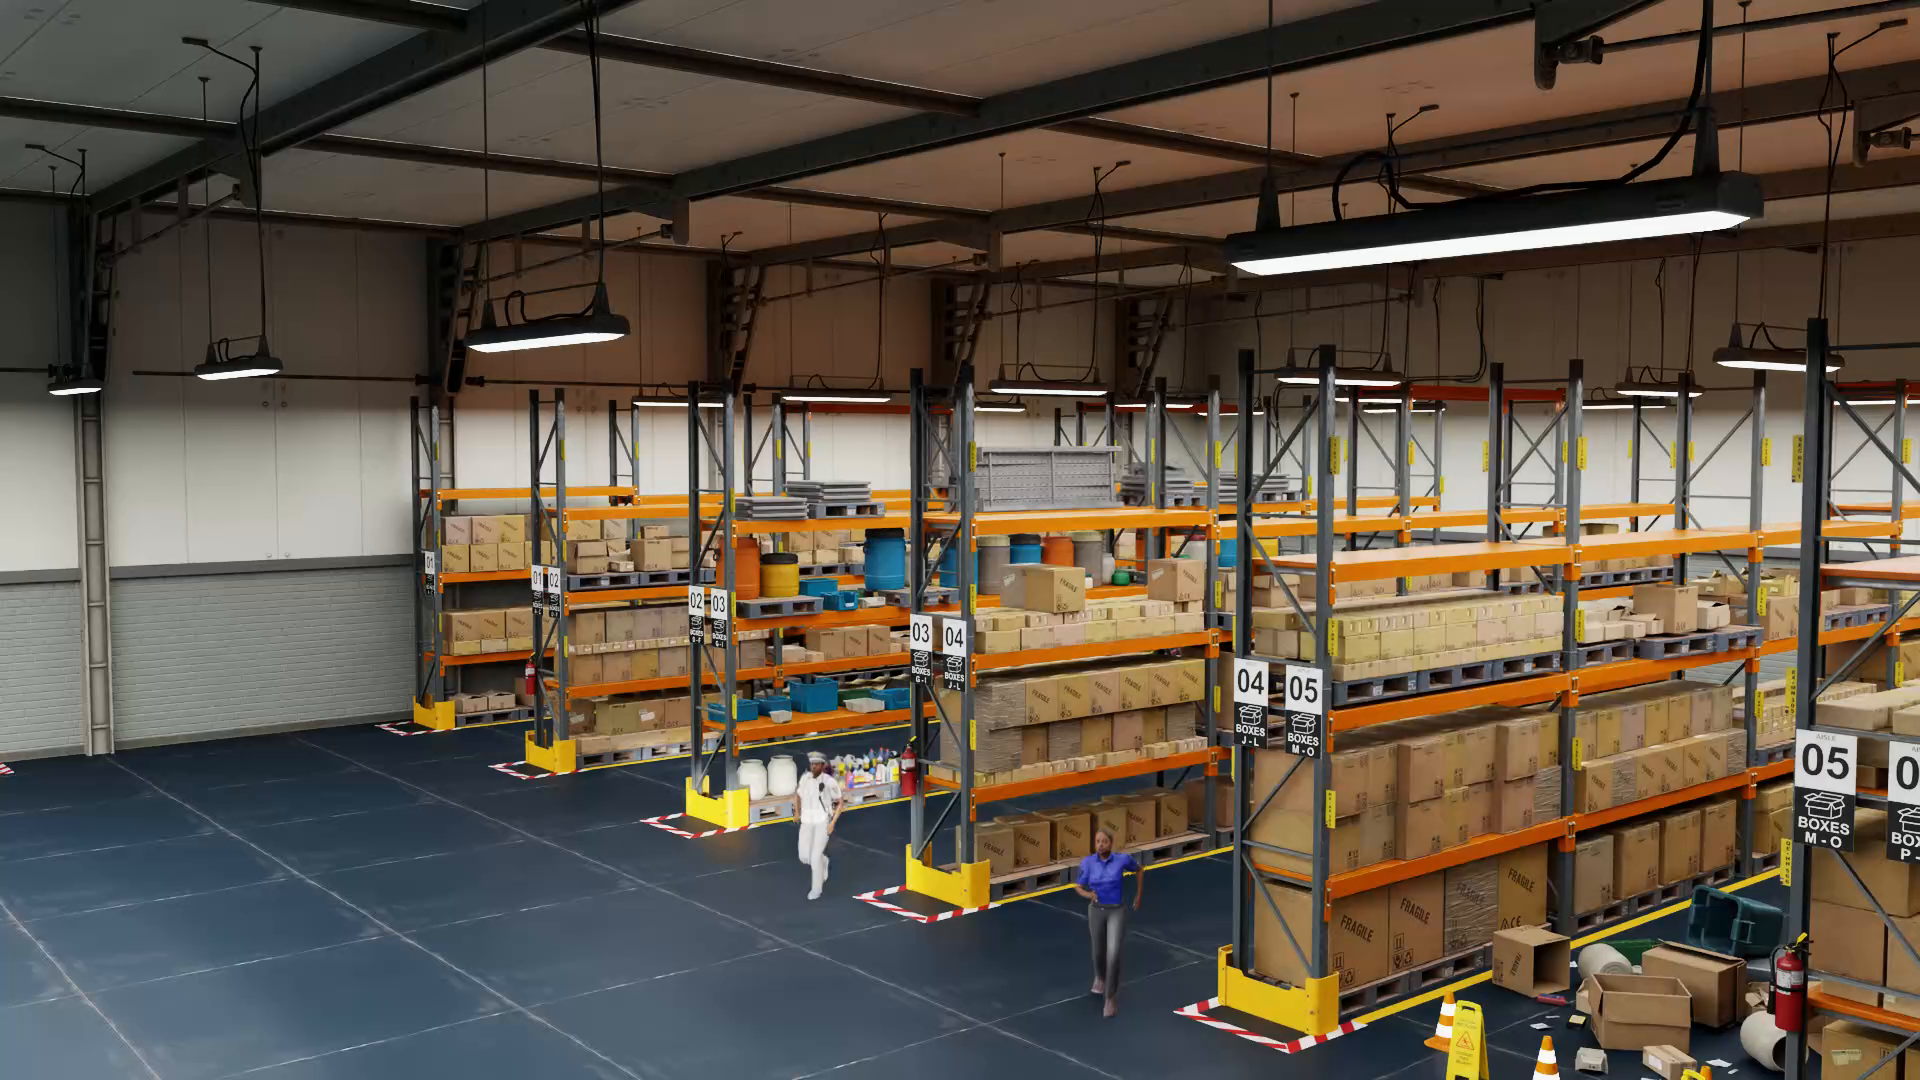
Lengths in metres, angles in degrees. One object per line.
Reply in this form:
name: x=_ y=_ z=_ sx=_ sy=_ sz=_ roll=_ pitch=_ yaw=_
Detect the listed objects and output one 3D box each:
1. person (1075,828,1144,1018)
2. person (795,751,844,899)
person: x=1.358 y=3.450 z=15.162 sx=0.586 sy=1.692 sz=0.880 roll=1 pitch=3 yaw=14
person: x=-1.633 y=3.227 z=19.000 sx=0.610 sy=1.669 sz=0.480 roll=1 pitch=4 yaw=24
